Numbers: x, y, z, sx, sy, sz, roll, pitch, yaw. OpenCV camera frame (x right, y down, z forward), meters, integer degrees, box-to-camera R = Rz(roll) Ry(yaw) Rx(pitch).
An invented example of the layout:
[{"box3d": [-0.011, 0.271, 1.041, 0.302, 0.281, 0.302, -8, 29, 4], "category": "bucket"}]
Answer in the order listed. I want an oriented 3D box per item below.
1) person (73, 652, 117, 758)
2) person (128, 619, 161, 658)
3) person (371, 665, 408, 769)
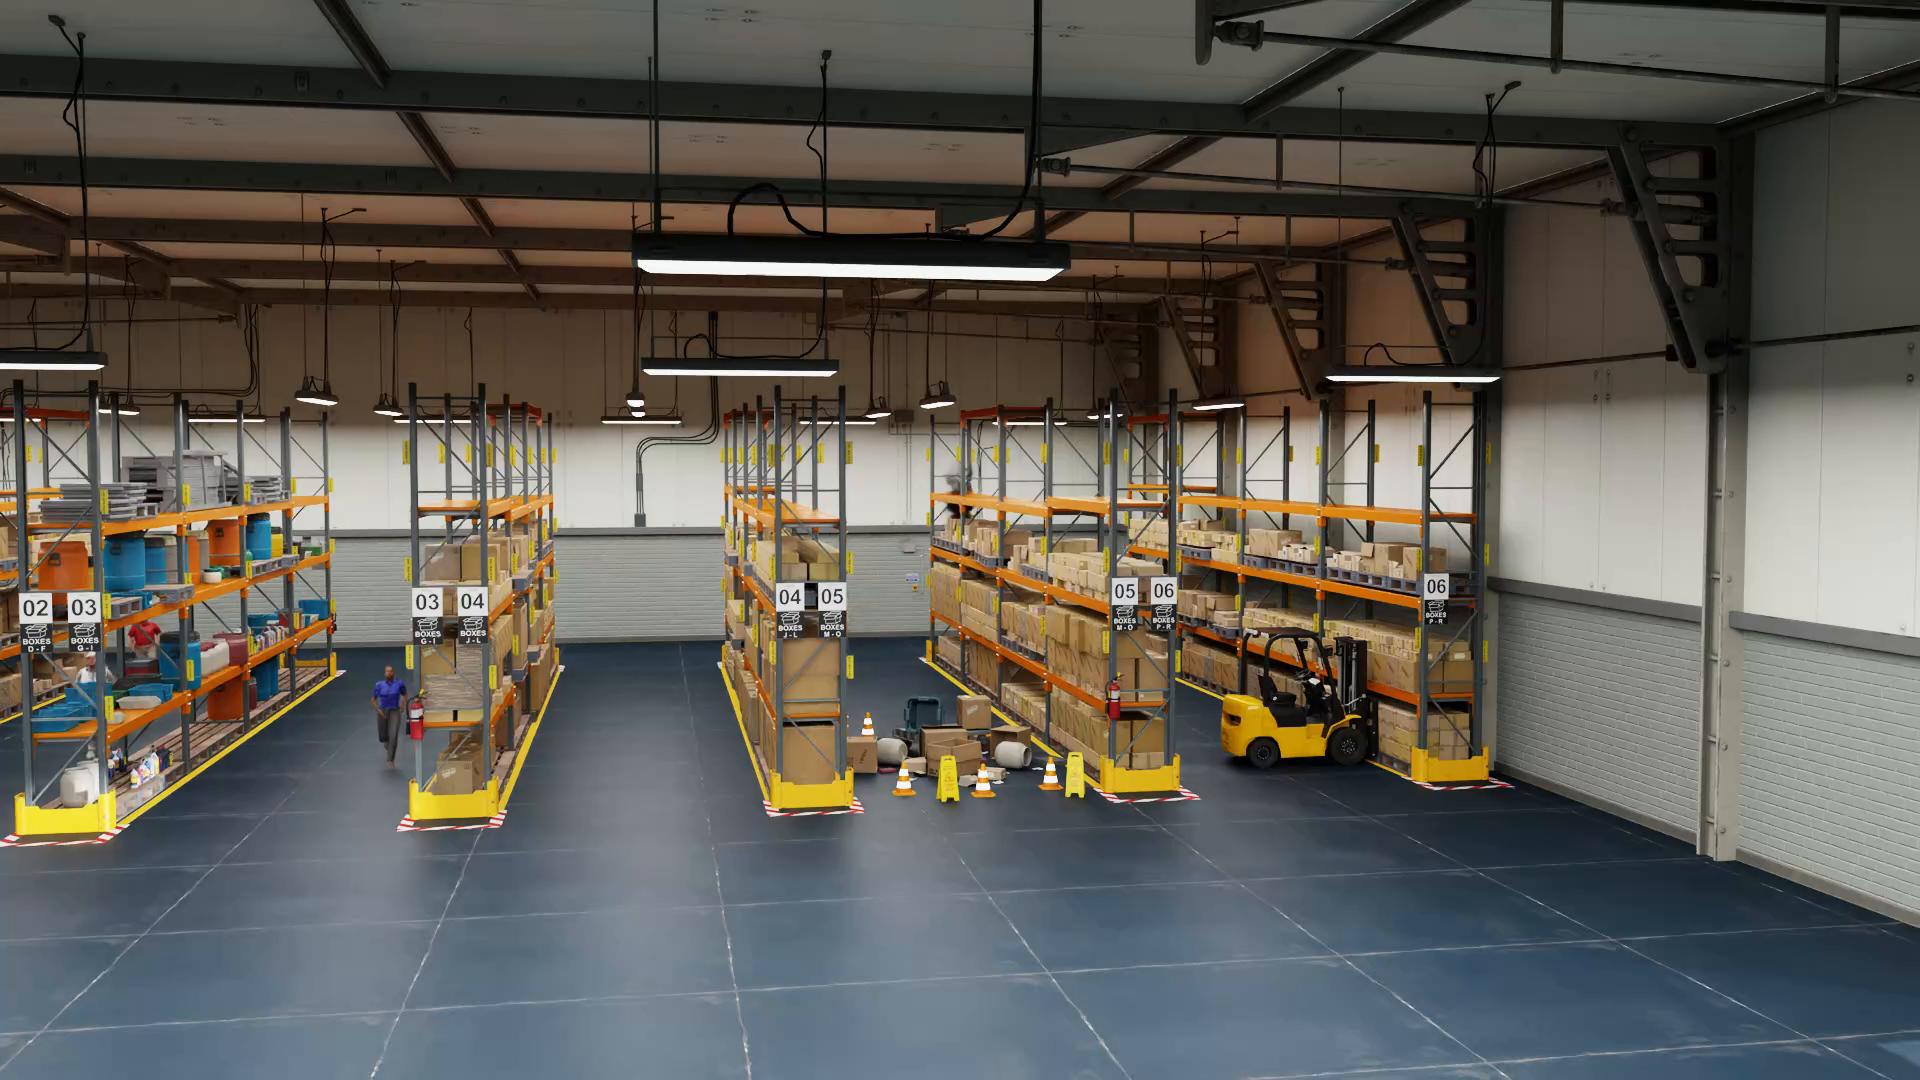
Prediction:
[{"box3d": [-14.564, 2.737, 27.978, 0.642, 1.760, 1.008, 0, 3, -8], "category": "person"}, {"box3d": [-17.465, 2.371, 35.653, 0.674, 1.688, 0.699, -1, 3, -24], "category": "person"}, {"box3d": [-9.248, 2.850, 26.973, 0.557, 1.643, 0.959, -1, 3, -13], "category": "person"}]
